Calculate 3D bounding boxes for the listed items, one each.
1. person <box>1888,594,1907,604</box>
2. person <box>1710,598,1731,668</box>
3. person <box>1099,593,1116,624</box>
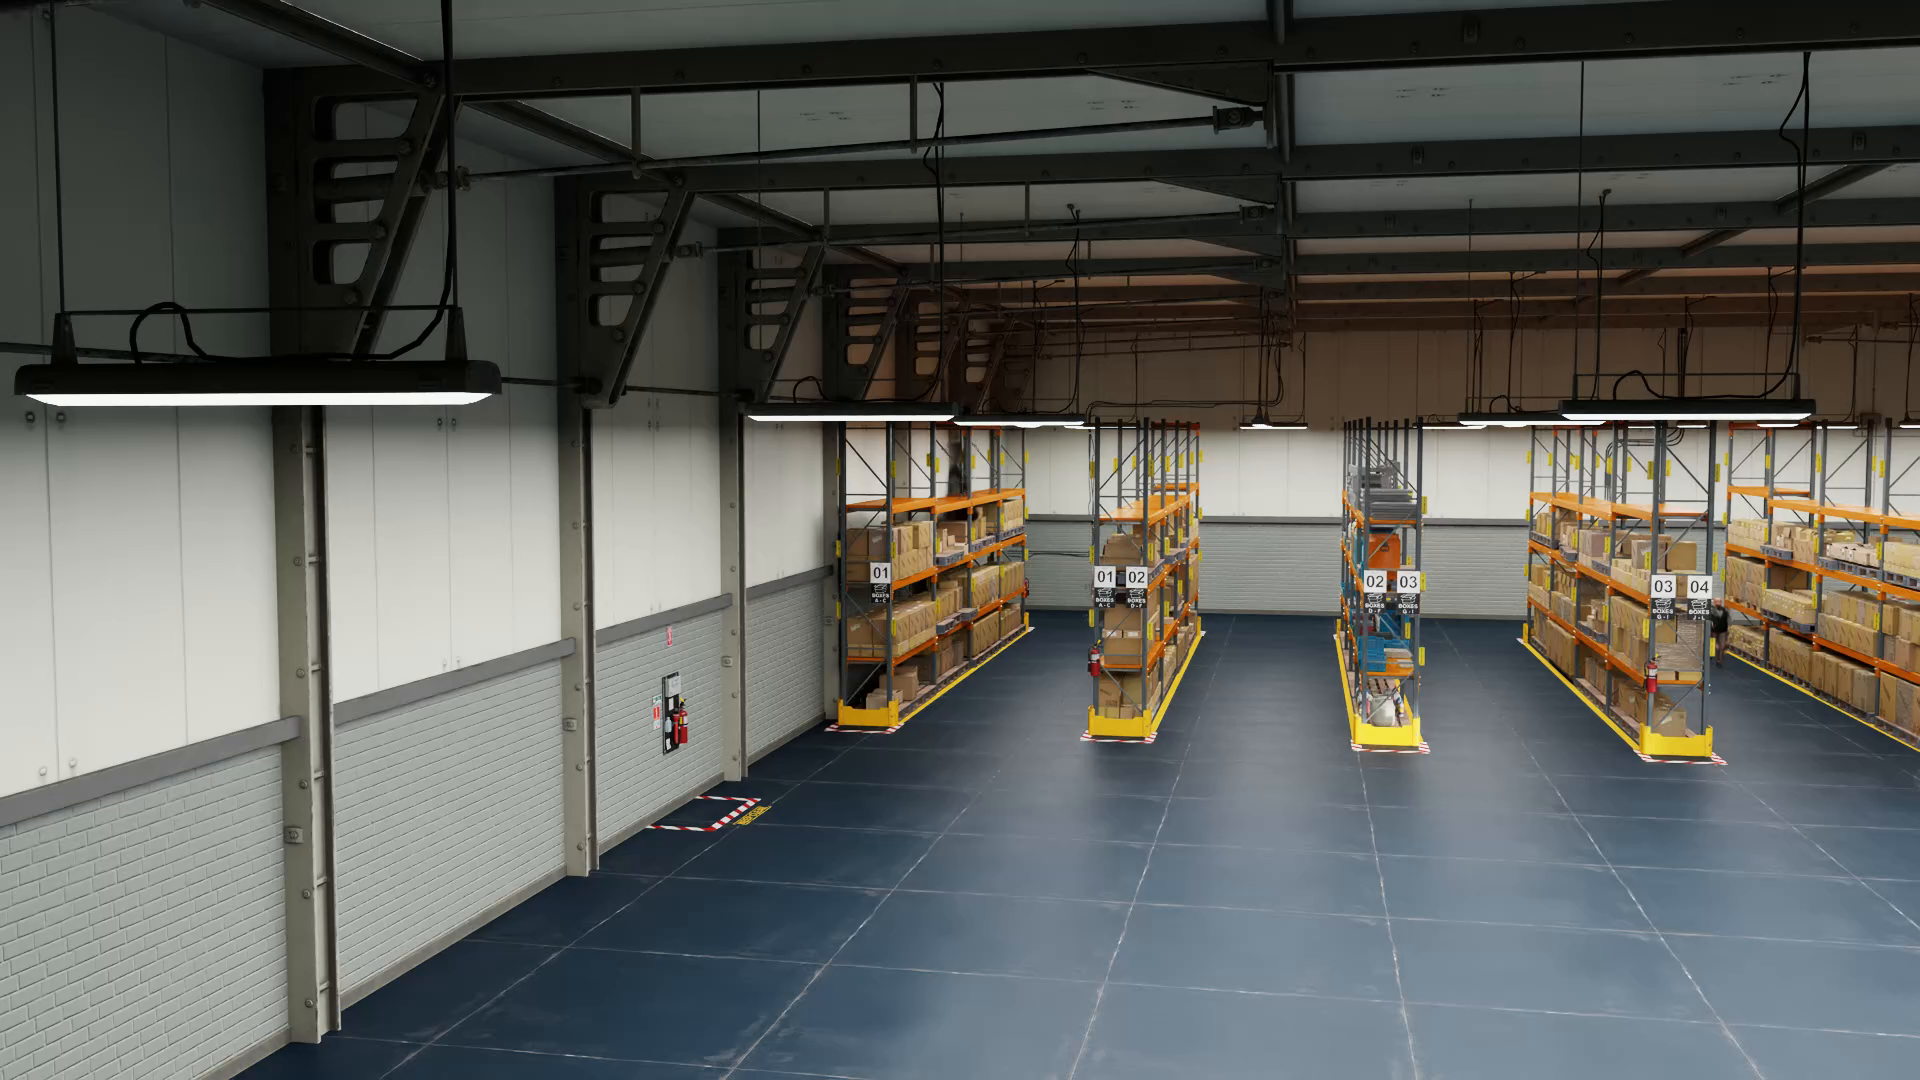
[{"bbox_3d":[25.958,1.862,46.015,0.751,1.823,0.669,-1,4,-12],"label":"person"},{"bbox_3d":[18.520,2.259,40.663,0.671,1.715,0.799,1,4,8],"label":"person"},{"bbox_3d":[4.573,1.772,48.838,1.061,1.639,0.719,2,4,23],"label":"person"}]
